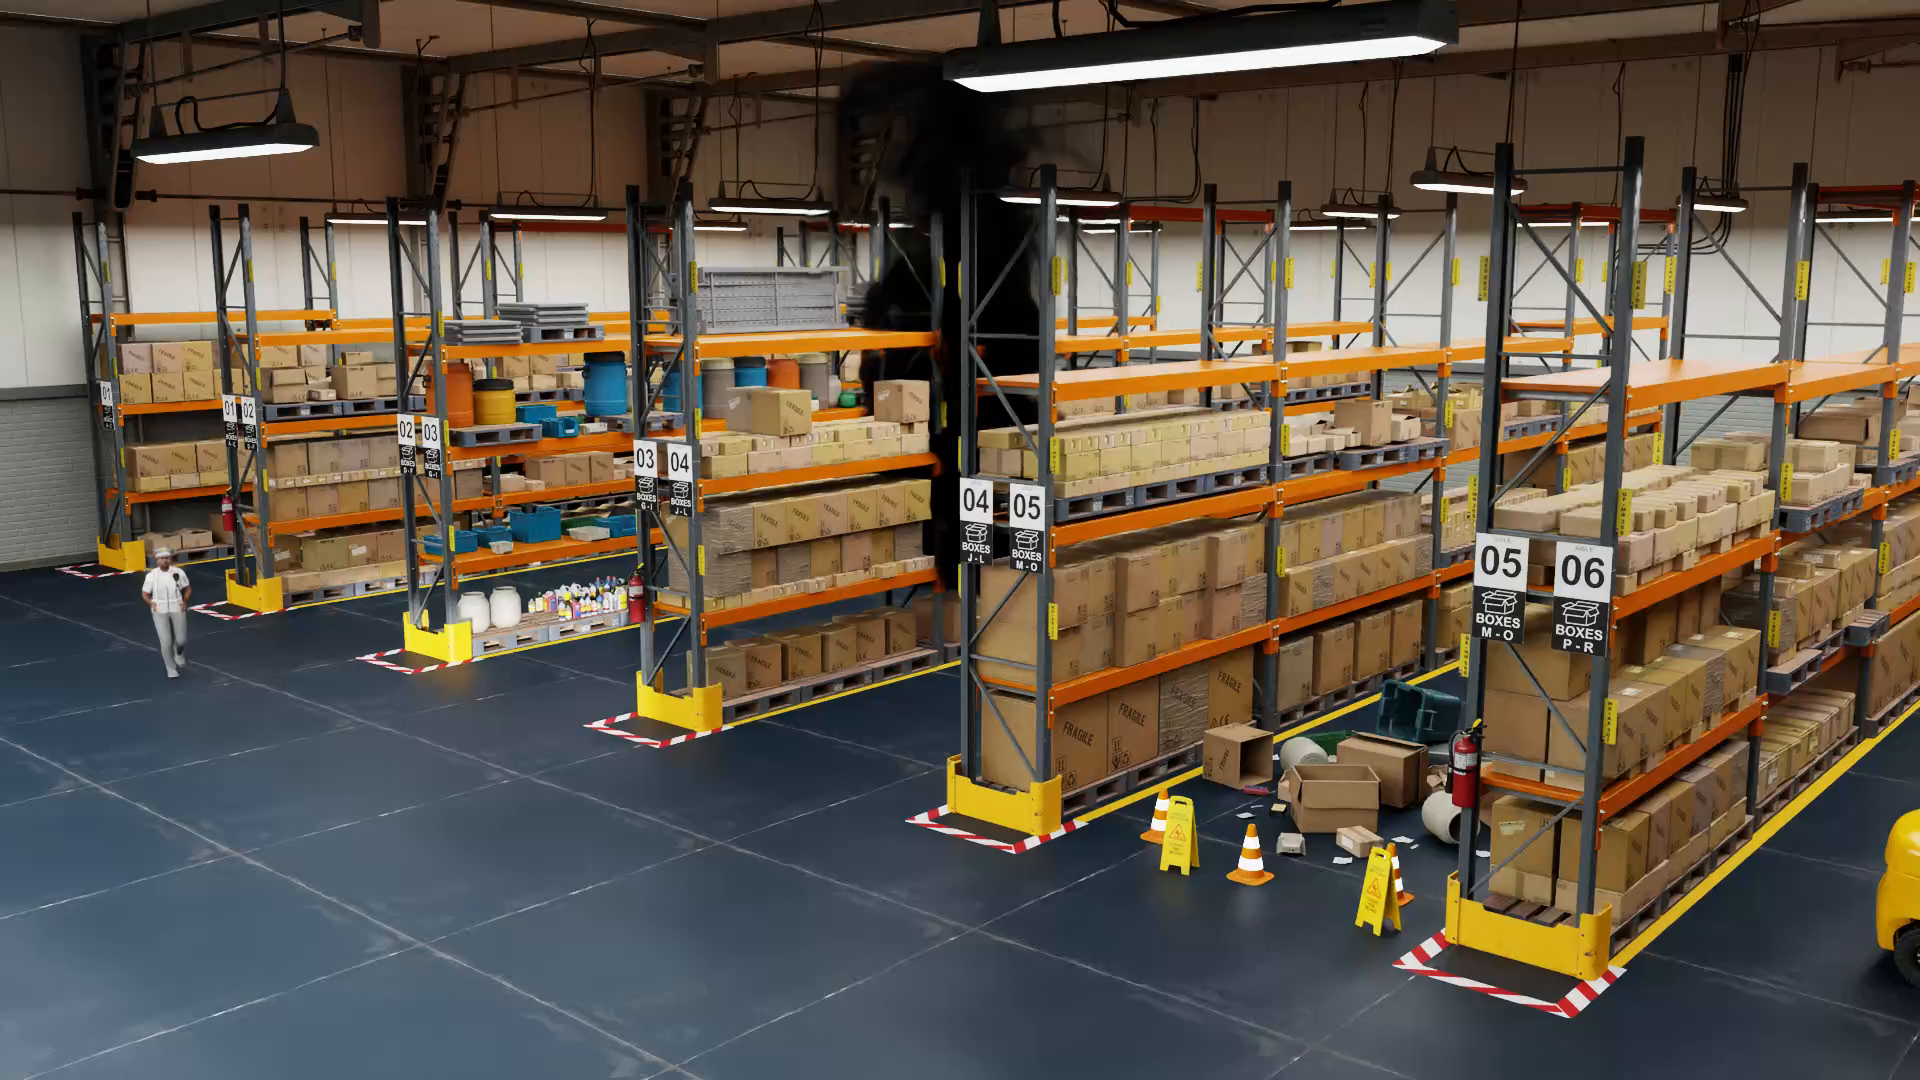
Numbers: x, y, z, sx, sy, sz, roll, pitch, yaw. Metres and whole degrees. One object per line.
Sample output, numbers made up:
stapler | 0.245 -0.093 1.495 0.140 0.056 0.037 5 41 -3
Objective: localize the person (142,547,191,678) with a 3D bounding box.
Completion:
person | -9.947 0.898 20.897 0.572 1.651 0.560 -5 11 -29
